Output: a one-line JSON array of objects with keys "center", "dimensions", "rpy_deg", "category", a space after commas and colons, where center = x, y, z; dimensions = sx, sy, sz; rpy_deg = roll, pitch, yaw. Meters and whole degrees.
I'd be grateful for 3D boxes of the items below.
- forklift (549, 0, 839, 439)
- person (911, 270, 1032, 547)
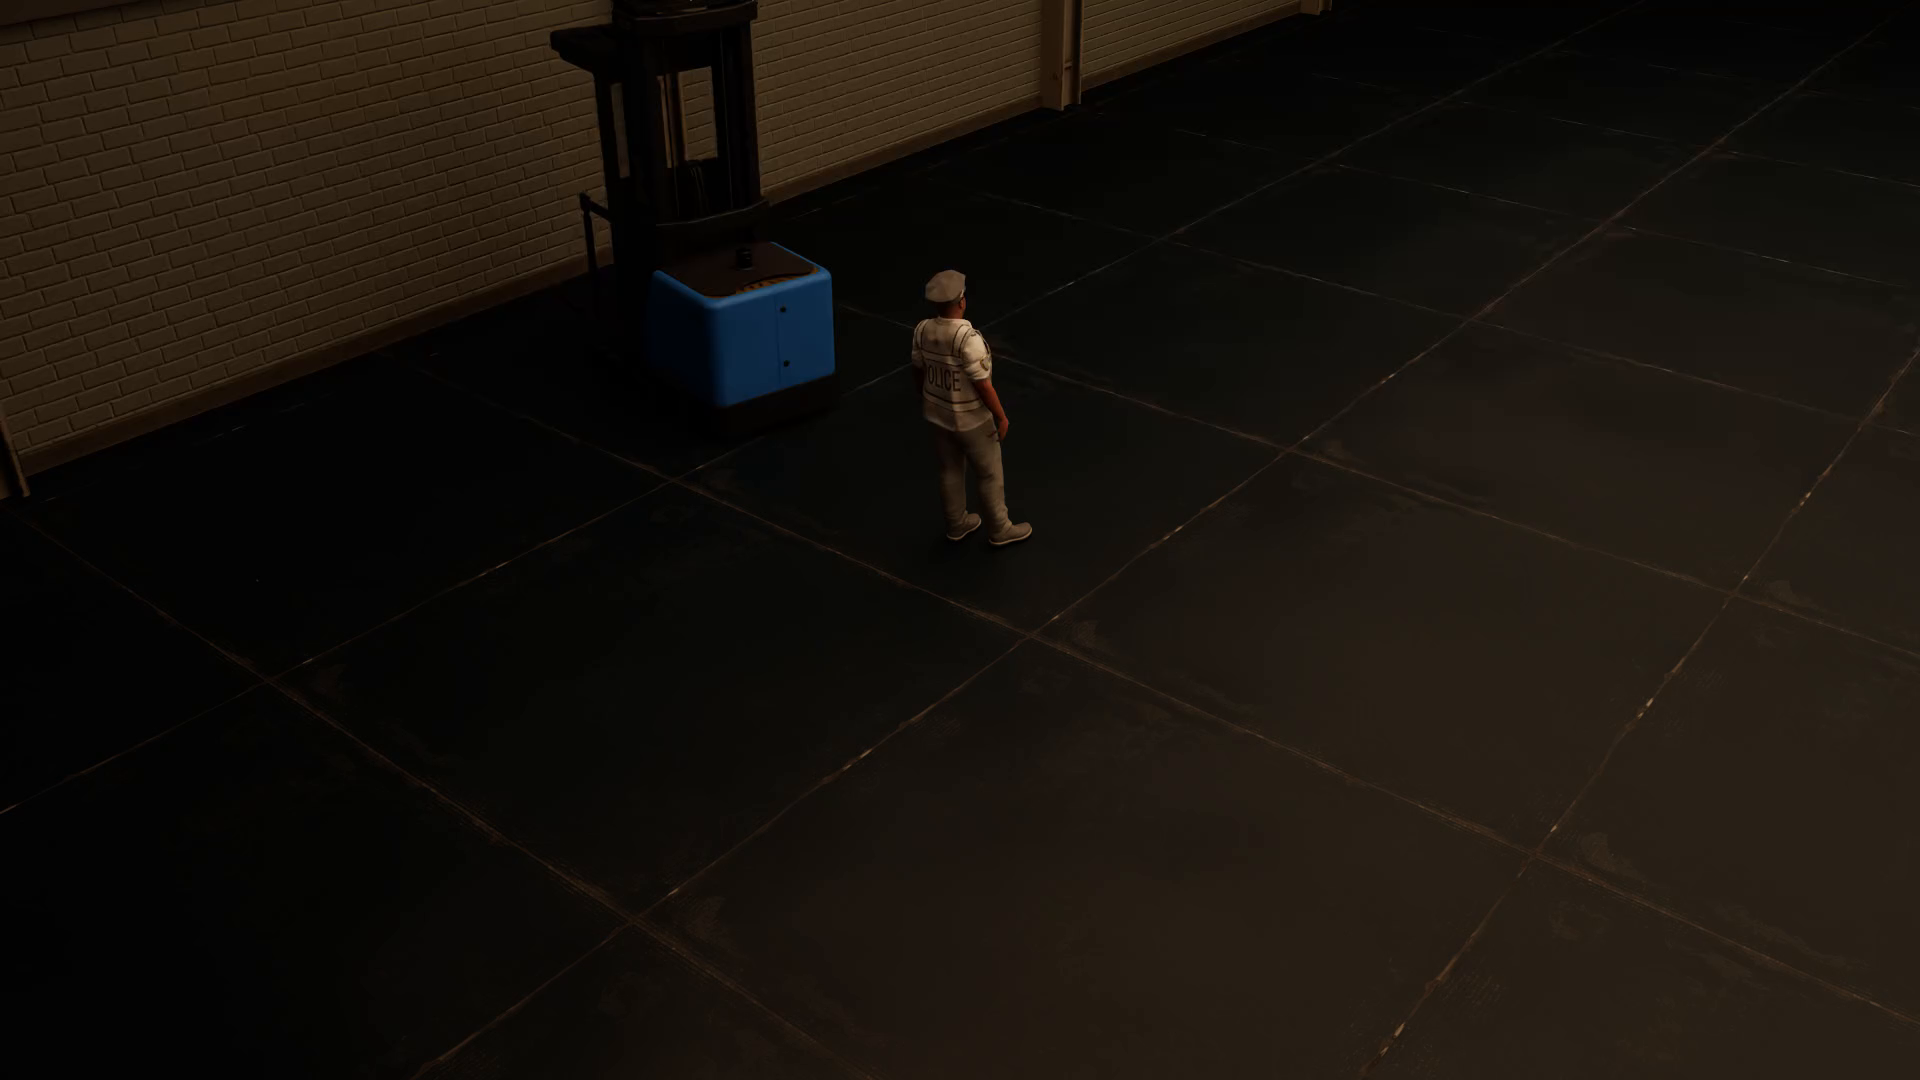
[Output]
[{"center": [-2.181, -2.652, 12.134], "dimensions": [1.130, 2.935, 3.031], "rpy_deg": [-21, 36, -32], "category": "forklift"}, {"center": [0.058, -0.803, 10.093], "dimensions": [0.641, 1.781, 0.574], "rpy_deg": [22, 37, 33], "category": "person"}]
